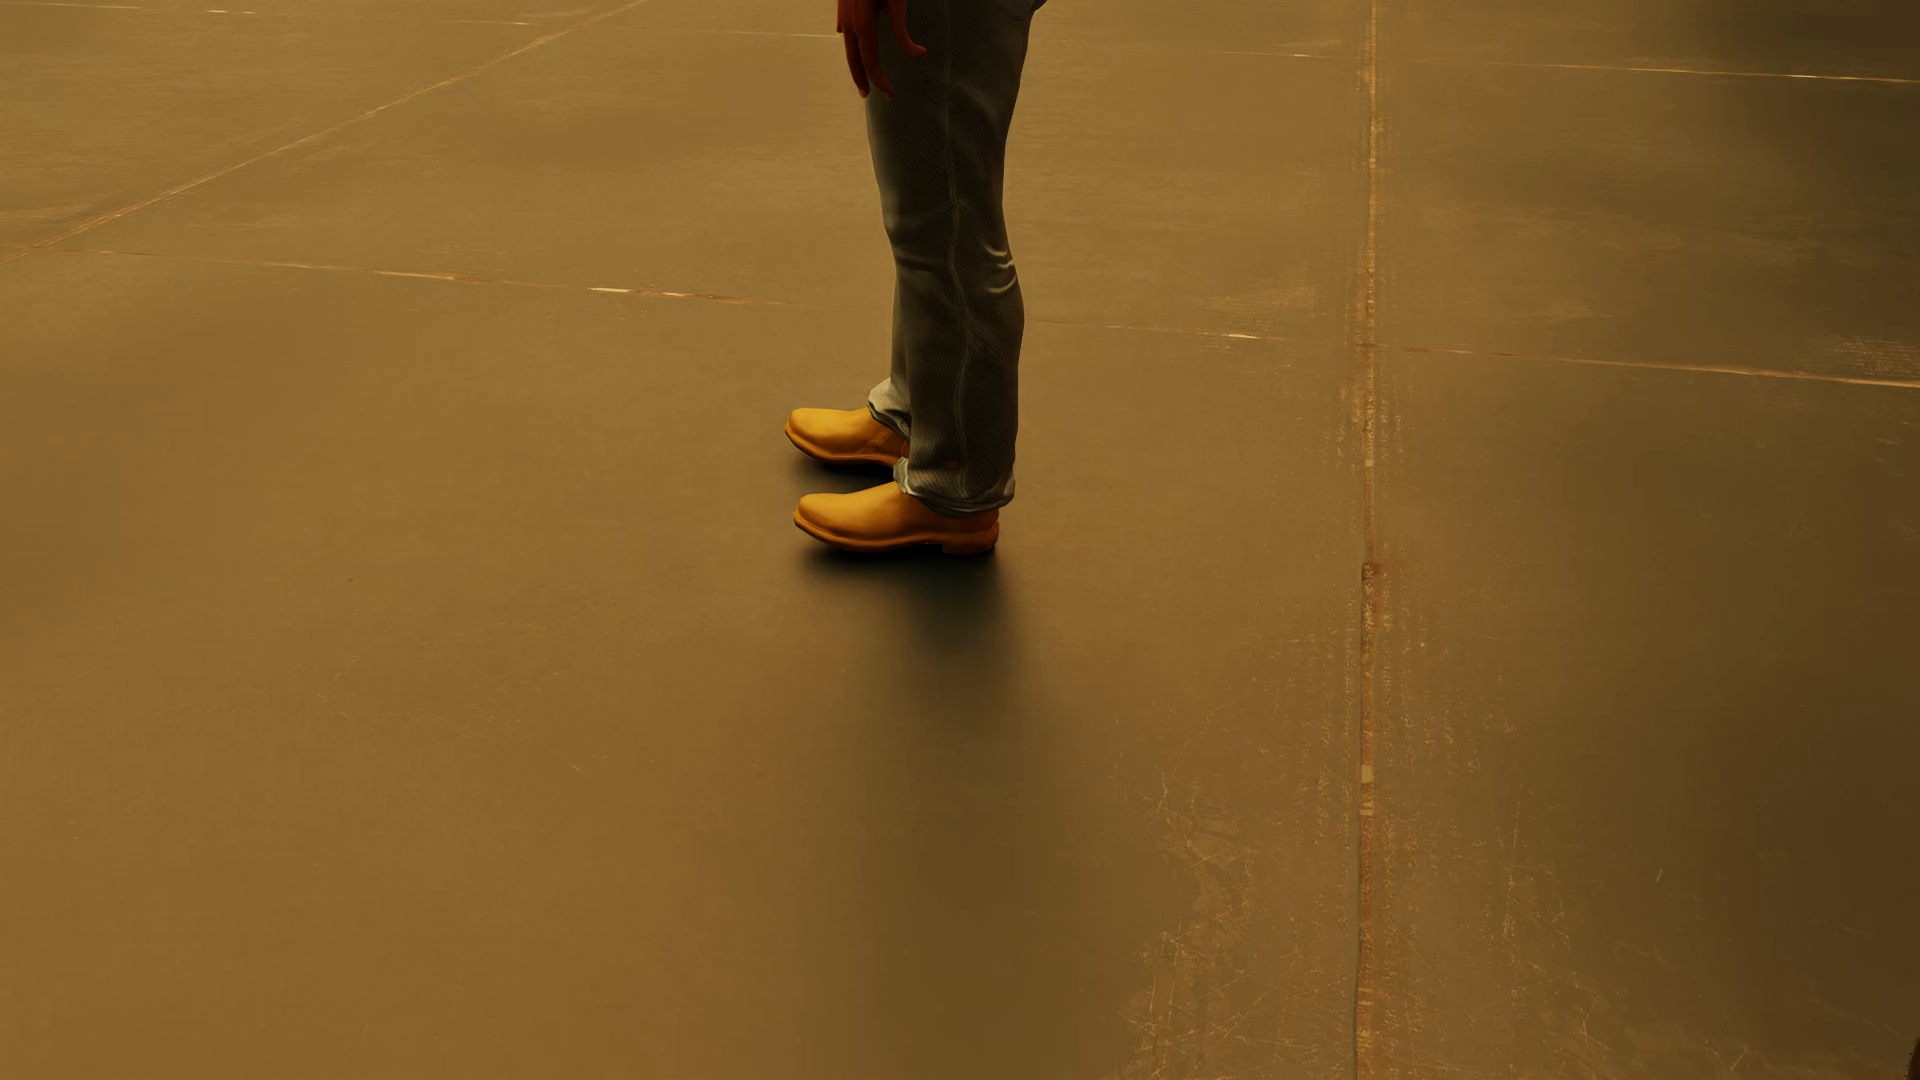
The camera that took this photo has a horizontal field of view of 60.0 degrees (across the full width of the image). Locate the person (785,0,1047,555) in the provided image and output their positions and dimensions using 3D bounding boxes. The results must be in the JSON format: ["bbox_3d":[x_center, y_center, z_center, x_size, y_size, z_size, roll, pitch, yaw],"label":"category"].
[{"bbox_3d":[-0.067,-0.804,2.118,0.575,1.768,0.665,6,27,11],"label":"person"}]
